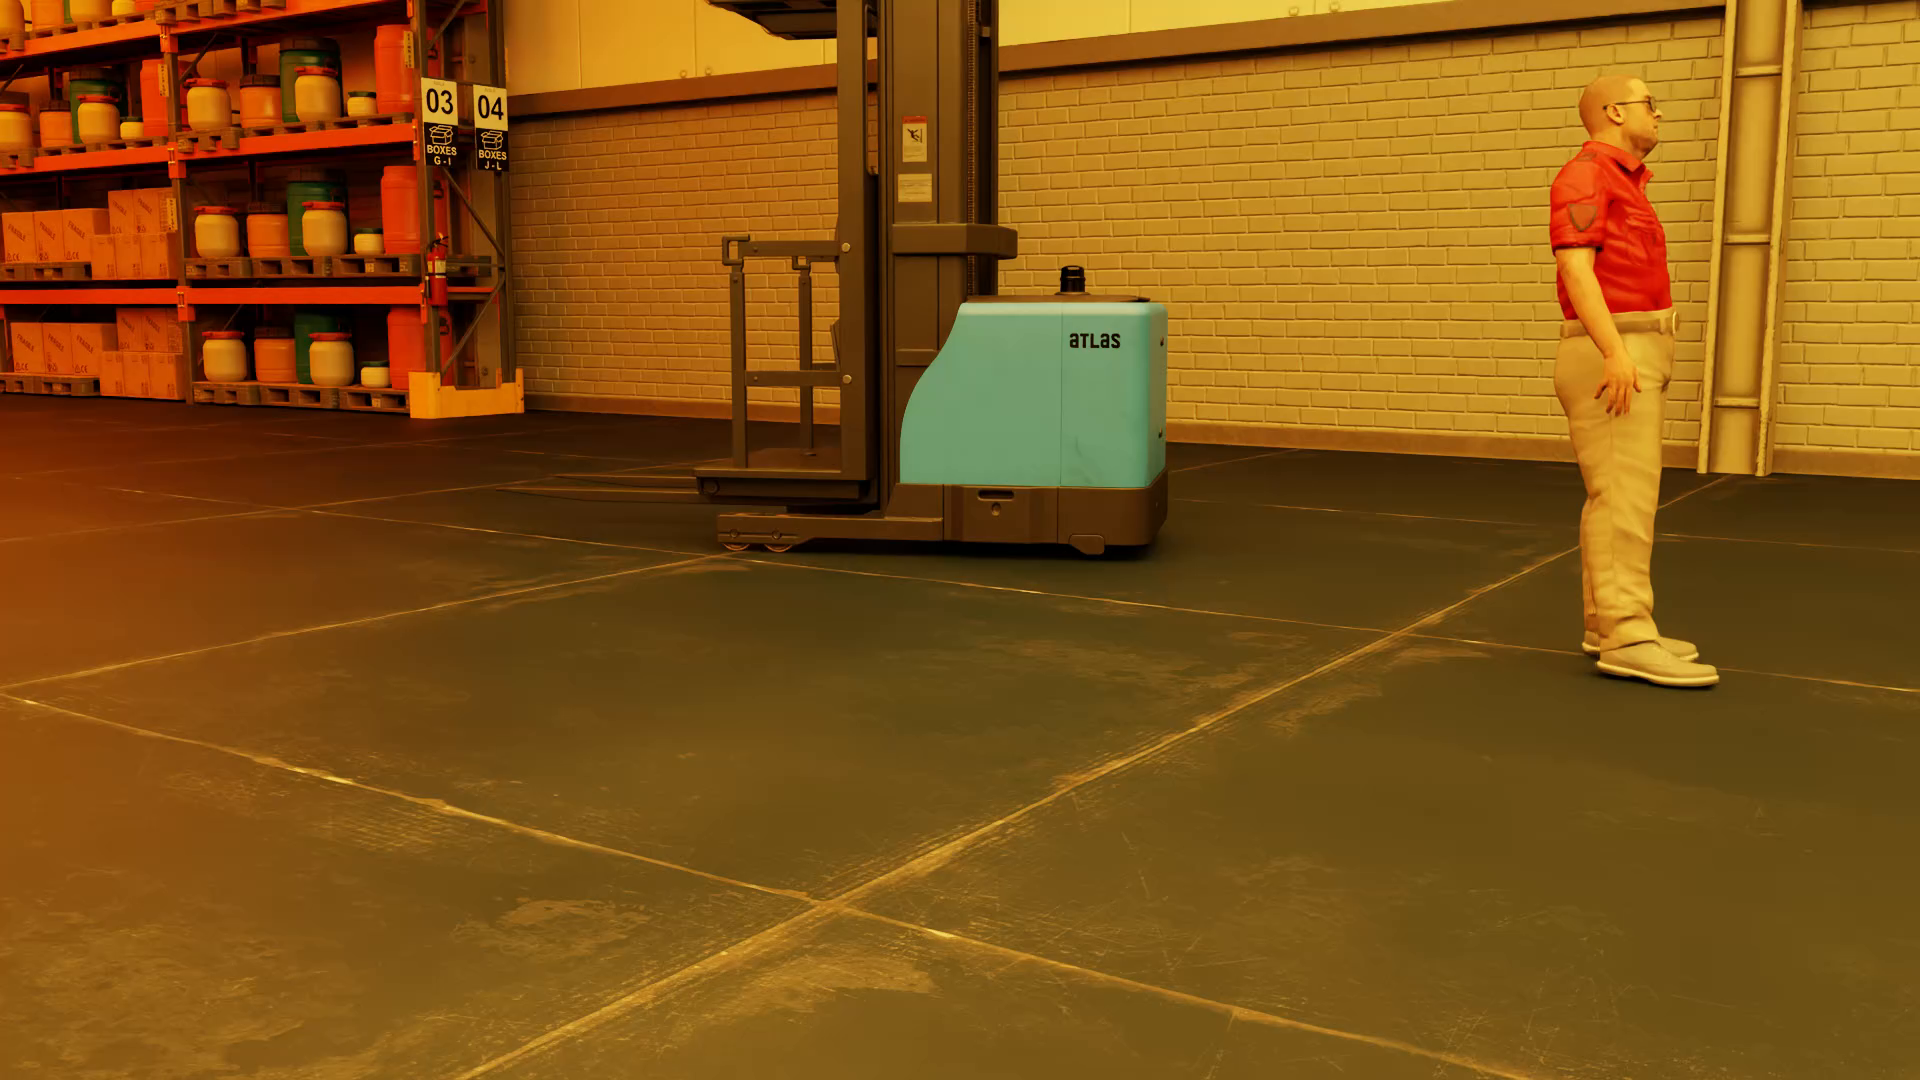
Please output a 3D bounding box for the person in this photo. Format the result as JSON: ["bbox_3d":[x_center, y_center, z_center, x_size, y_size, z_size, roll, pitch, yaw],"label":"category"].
[{"bbox_3d":[2.013,-0.489,4.878,0.534,1.733,0.628,5,9,29],"label":"person"}]

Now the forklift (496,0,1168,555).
[{"bbox_3d":[-0.596,-1.469,7.520,3.031,2.935,1.130,2,8,12],"label":"forklift"}]
